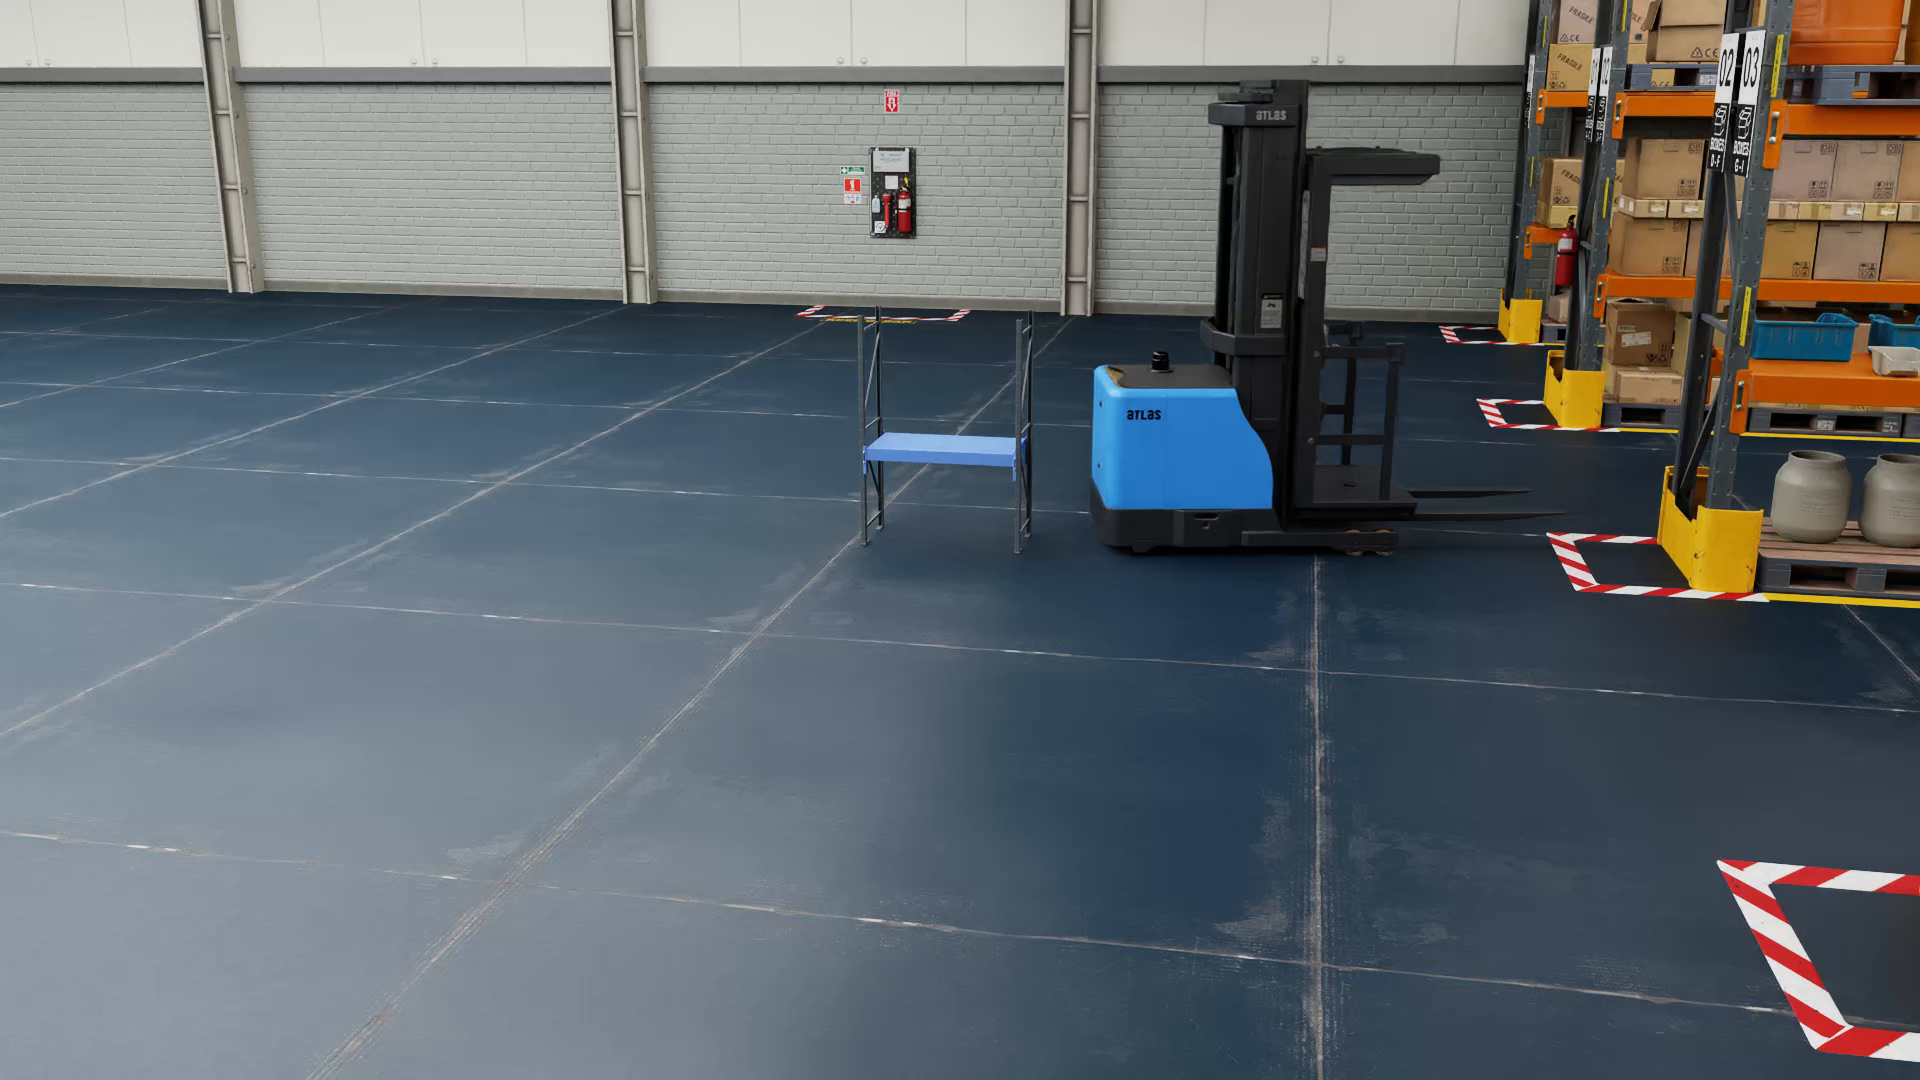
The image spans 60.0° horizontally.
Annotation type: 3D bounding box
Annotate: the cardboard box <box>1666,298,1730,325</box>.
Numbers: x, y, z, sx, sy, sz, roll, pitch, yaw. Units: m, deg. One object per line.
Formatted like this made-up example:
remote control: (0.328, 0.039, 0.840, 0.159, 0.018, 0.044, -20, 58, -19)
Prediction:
cardboard box: (8.470, -2.735, 19.105, 0.500, 0.500, 0.700, 2, 16, 8)

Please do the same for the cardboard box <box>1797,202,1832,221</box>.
cardboard box: (7.163, -2.790, 14.042, 0.250, 0.149, 0.380, 3, 16, 10)

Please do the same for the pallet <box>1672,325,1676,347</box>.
pallet: (8.598, -2.405, 19.277, 1.213, 0.211, 1.003, 3, 16, 11)

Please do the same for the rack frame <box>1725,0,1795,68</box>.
rack frame: (4.568, -4.170, 9.189, 0.127, 3.000, 1.000, 3, 16, 11)

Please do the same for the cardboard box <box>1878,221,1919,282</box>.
cardboard box: (8.034, -2.486, 14.160, 0.500, 0.500, 0.700, 3, 16, 12)

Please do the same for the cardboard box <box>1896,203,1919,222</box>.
cardboard box: (7.926, -2.749, 13.894, 0.250, 0.149, 0.380, 4, 16, 13)

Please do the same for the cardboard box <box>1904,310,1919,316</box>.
cardboard box: (8.595, -1.731, 14.583, 0.500, 0.500, 0.500, 3, 16, 11)

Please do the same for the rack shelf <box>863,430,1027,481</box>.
rack shelf: (-0.084, -0.554, 10.856, 1.000, 0.185, 0.538, 3, 16, 11)

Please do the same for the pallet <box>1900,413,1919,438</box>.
pallet: (8.708, -1.071, 14.463, 1.213, 0.211, 1.003, 3, 16, 11)

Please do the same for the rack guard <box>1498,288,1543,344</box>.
rack guard: (6.617, -2.662, 19.665, 0.348, 0.500, 1.175, 3, 16, 11)

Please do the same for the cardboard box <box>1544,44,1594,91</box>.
cardboard box: (6.820, -5.291, 18.629, 0.500, 0.500, 0.500, 4, 16, 13)

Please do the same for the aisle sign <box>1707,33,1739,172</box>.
aisle sign: (4.557, -2.613, 9.937, 0.004, 0.787, 0.394, 3, 16, 11)

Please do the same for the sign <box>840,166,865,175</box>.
sign: (-1.411, -4.846, 21.810, 0.331, 0.109, 0.001, 3, 16, 11)

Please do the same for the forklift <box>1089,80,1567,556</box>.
forklift: (2.418, -1.452, 10.742, 3.031, 2.935, 1.130, 0, 15, -1)

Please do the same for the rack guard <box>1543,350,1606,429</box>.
rack guard: (5.536, -1.371, 15.005, 0.348, 0.500, 1.175, 3, 16, 11)

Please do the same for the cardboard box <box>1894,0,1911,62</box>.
cardboard box: (7.890, -4.247, 13.845, 0.637, 0.503, 0.797, 5, 16, 17)

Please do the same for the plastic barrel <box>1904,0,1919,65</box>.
plastic barrel: (5.711, -2.990, 9.409, 0.600, 0.588, 0.600, 0, 15, 0)

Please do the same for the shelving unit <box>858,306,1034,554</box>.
shelving unit: (-0.084, -0.727, 10.808, 1.048, 1.500, 0.538, 3, 16, 11)

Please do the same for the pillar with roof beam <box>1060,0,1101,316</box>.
pillar with roof beam: (0.663, -6.144, 16.314, 0.400, 9.000, 9.100, 3, 16, 11)

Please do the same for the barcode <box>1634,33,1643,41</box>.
barcode: (5.951, -4.410, 14.586, 0.075, 0.075, 0.001, 3, 16, 11)

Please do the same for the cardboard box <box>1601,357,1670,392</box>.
cardboard box: (6.144, -1.500, 15.154, 0.500, 0.250, 0.500, 3, 16, 11)

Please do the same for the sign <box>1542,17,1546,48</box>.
sign: (6.435, -5.595, 18.316, 0.005, 0.325, 0.100, 3, 16, 11)

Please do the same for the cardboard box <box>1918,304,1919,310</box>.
cardboard box: (11.187, -2.630, 18.727, 0.500, 0.500, 0.700, 4, 16, 13)

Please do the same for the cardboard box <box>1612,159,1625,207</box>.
cardboard box: (7.433, -4.036, 18.783, 0.500, 0.500, 0.500, 3, 16, 11)

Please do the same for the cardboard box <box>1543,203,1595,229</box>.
cardboard box: (6.958, -3.699, 18.969, 0.500, 0.250, 0.500, 3, 16, 9)

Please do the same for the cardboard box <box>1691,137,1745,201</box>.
cardboard box: (6.582, -3.190, 14.272, 0.500, 0.500, 0.700, 3, 16, 10)

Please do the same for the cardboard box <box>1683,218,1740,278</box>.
cardboard box: (6.530, -2.568, 14.455, 0.500, 0.500, 0.700, 4, 16, 13)

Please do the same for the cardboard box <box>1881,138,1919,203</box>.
cardboard box: (8.057, -3.110, 13.984, 0.500, 0.500, 0.700, 3, 16, 11)

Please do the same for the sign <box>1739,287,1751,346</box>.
sign: (4.455, -1.268, 9.434, 0.005, 0.325, 0.100, 3, 16, 11)

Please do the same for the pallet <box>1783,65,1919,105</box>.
pallet: (5.360, -2.564, 9.363, 1.213, 0.211, 1.003, 3, 16, 11)

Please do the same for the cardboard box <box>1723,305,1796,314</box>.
cardboard box: (7.127, -1.813, 14.877, 0.500, 0.500, 0.500, 3, 16, 11)

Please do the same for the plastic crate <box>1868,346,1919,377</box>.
plastic crate: (5.381, -1.020, 9.549, 0.250, 0.136, 0.298, 3, 16, 11)

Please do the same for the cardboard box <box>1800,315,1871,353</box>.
cardboard box: (7.510, -1.646, 14.274, 0.500, 0.500, 0.500, 3, 16, 11)

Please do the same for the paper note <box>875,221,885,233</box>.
paper note: (-1.052, -4.123, 21.908, 0.142, 0.148, 0.016, 3, 16, 11)

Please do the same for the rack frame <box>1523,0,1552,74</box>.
rack frame: (6.543, -6.762, 18.545, 0.127, 3.000, 1.000, 3, 16, 11)

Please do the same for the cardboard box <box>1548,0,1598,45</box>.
cardboard box: (6.872, -5.772, 18.492, 0.500, 0.500, 0.500, 2, 16, 7)

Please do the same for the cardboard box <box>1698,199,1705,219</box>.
cardboard box: (6.404, -2.831, 14.191, 0.250, 0.149, 0.380, 3, 16, 11)

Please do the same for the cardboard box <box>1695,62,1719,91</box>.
cardboard box: (8.379, -5.203, 18.313, 0.500, 0.500, 0.500, 4, 16, 15)

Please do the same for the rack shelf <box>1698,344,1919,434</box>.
rack shelf: (6.528, -0.826, 9.701, 4.000, 0.370, 1.077, 3, 16, 11)

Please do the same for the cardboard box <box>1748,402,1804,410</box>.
cardboard box: (7.021, -1.313, 14.475, 0.500, 0.250, 0.500, 3, 16, 11)

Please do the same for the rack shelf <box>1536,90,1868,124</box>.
rack shelf: (8.502, -4.863, 18.657, 4.000, 0.370, 1.077, 3, 16, 11)
